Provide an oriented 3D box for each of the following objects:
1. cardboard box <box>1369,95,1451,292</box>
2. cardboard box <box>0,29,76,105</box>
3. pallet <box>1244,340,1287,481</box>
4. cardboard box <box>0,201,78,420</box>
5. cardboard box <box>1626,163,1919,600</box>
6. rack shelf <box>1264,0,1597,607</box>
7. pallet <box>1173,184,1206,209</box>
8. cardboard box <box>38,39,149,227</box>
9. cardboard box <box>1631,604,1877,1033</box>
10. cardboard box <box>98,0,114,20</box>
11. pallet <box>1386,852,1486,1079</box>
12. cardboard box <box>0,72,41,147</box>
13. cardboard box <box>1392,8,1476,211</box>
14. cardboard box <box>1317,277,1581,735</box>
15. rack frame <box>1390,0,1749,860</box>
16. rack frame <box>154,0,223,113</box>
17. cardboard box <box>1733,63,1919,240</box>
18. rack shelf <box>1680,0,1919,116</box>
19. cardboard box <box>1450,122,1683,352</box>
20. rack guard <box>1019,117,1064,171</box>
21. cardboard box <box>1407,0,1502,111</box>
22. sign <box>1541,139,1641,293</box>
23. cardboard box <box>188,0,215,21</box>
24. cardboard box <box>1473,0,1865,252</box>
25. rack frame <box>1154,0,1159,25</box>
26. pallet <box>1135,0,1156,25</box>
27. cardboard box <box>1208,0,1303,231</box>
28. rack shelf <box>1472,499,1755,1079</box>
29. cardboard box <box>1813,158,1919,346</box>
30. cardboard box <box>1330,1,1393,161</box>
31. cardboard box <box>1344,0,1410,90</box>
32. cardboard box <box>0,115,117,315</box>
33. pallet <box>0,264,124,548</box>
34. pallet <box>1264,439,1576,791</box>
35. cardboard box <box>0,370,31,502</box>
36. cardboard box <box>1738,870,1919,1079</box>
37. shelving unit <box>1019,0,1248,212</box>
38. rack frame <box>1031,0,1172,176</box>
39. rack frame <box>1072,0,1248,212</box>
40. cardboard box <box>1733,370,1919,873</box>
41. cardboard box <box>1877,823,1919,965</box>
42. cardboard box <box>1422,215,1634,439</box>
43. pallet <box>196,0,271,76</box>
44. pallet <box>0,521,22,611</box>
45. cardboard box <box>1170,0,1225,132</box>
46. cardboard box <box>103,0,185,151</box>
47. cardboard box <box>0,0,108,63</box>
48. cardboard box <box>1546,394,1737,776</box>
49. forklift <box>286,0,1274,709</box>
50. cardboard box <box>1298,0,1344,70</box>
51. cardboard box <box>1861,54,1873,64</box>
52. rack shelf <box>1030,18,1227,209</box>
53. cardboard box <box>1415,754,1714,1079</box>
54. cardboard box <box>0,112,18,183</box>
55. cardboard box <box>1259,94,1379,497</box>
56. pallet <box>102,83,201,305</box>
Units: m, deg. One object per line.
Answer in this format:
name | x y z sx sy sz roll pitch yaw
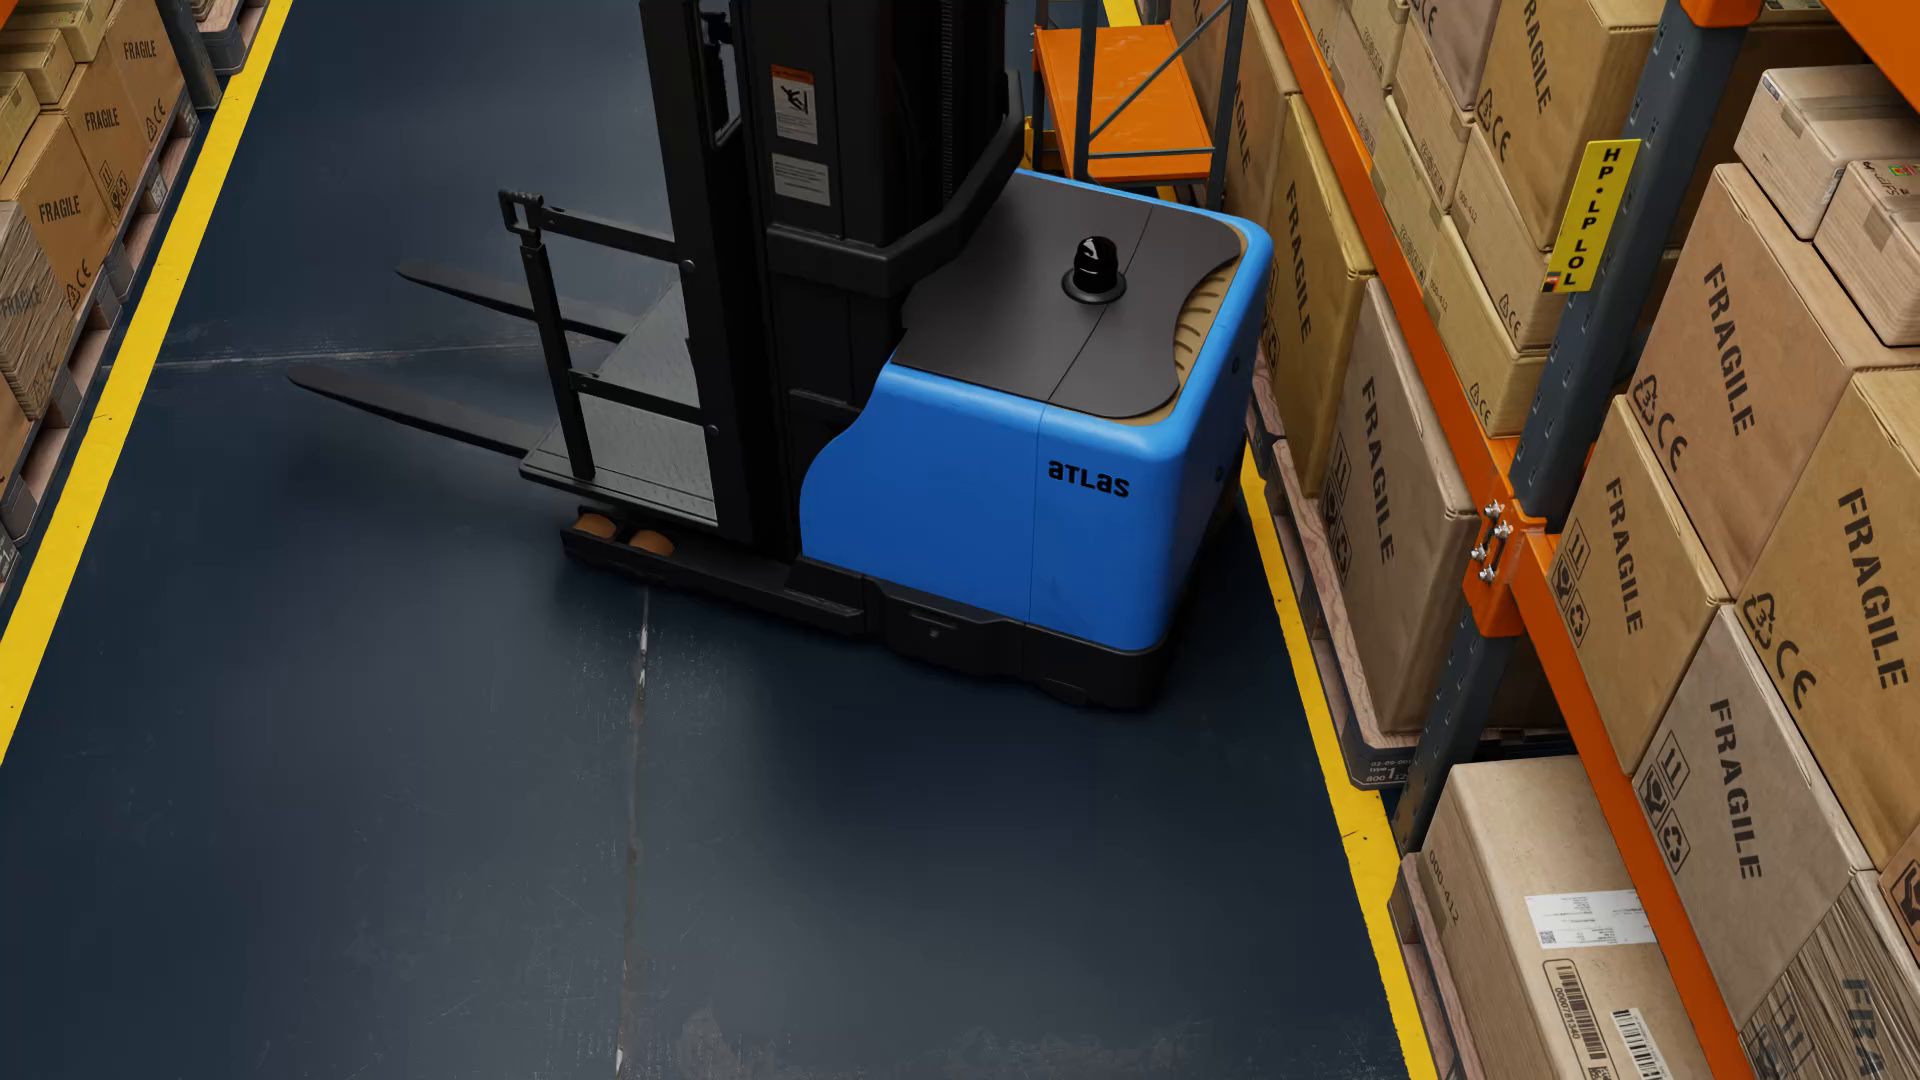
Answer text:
cardboard box | 1.343 -0.872 4.113 0.500 0.250 0.500 -4 47 -4
cardboard box | -3.282 -1.613 5.697 0.380 0.149 0.250 -5 47 -5
pallet | 1.428 -0.726 5.792 1.003 0.211 1.213 -3 47 -3
cardboard box | -3.218 -0.712 5.291 0.500 0.500 0.500 -5 47 -5
cardboard box | 1.472 -0.265 2.677 0.500 0.500 0.500 -3 47 -3
rack shelf | 1.506 -1.446 5.049 1.077 0.370 4.000 -3 47 -3
pallet | 1.329 -1.606 6.626 1.003 0.211 1.213 -3 47 -3
cardboard box | -3.327 -1.465 6.004 0.500 0.500 0.500 -4 47 -4
cardboard box | 1.490 0.439 2.699 0.500 0.500 0.500 -3 47 -3
cardboard box | -3.314 -2.002 6.065 0.380 0.149 0.250 -6 47 -5
pallet | 1.659 1.268 3.904 1.003 0.211 1.213 -3 47 -3
cardboard box | -3.305 -1.419 5.514 0.380 0.149 0.250 -2 47 -2
cardboard box | 1.345 -1.032 3.920 0.500 0.250 0.500 -2 47 -2
cardboard box | 1.542 -0.104 4.456 0.875 0.875 0.875 -2 47 -2
rack frame | 1.673 -0.246 3.417 1.000 3.000 0.127 -3 47 -3
rack frame | -3.608 -2.836 5.870 1.000 3.000 0.127 -3 47 -3
cardboard box | 1.441 -0.603 2.551 0.380 0.149 0.250 -4 47 -4
rack shelf | 1.841 0.417 1.219 1.077 0.370 4.000 -3 47 -3
cardboard box | 1.394 -0.671 3.578 0.500 0.250 0.500 -4 47 -3
rack guard | 0.530 -1.545 6.541 0.587 0.250 0.087 -4 47 -4
cardboard box | 1.335 -1.306 3.664 0.500 0.500 0.500 -3 47 -3
sign | 1.133 -0.577 2.988 0.100 0.325 0.005 -3 47 -3
cardboard box | -3.646 -2.616 7.008 0.875 0.625 0.625 -2 47 -2
cardboard box | 1.386 -0.932 3.309 0.500 0.500 0.500 -2 47 -2
rack frame | 1.338 -3.140 6.158 1.000 3.000 0.127 -3 47 -3
pallet | 1.274 -2.747 7.706 1.003 0.211 1.213 -3 47 -3
cardboard box | 1.384 -1.403 5.687 0.875 0.875 0.875 -3 47 -3
rack shelf | 1.841 1.448 2.308 1.077 0.370 4.000 -3 47 -3
cardboard box | 1.479 -0.419 2.376 0.380 0.149 0.250 -3 47 -3
cardboard box | 1.320 -1.238 4.460 0.500 0.250 0.500 -5 47 -4
cardboard box | 1.295 -1.406 4.275 0.500 0.250 0.500 -2 47 -2
cardboard box | -3.280 -1.086 5.645 0.500 0.500 0.500 -2 47 -2
pallet | -3.484 -0.454 5.534 1.003 0.211 1.213 -3 47 -3
pallet | 1.534 0.159 4.954 1.003 0.211 1.213 -3 47 -3
cardboard box | -3.181 -0.336 4.935 0.500 0.500 0.500 -5 47 -4
cardboard box | 1.525 0.800 2.358 0.500 0.500 0.500 -3 47 -3
shelving unit | 0.575 -1.615 5.746 0.587 1.500 1.083 -4 47 -4
rack frame | 0.528 -1.989 6.101 0.500 1.500 0.032 -4 47 -4
rack frame | 0.620 -1.254 5.404 0.500 1.500 0.032 -4 47 -4
cardboard box | 1.508 0.101 2.331 0.500 0.500 0.500 -4 47 -4
cardboard box | 1.539 0.472 1.979 0.500 0.500 0.500 -3 47 -3
cardboard box | 1.384 -0.504 3.764 0.500 0.250 0.500 -4 47 -4
pallet | -3.638 -2.475 7.448 1.003 0.211 1.213 -3 47 -3
pallet | -3.378 0.431 4.696 1.003 0.211 1.213 -3 47 -3
cardboard box | 1.313 -2.049 6.299 0.875 0.875 0.875 -4 47 -4
cardboard box | -3.358 -1.828 6.347 0.500 0.500 0.500 -2 47 -2
cardboard box | -3.260 -1.806 5.880 0.380 0.149 0.250 -6 47 -5
cardboard box | 1.452 0.075 3.044 0.500 0.500 0.500 -2 47 -2
forklift | -0.685 -1.216 4.383 3.031 2.935 1.130 16 49 15
cardboard box | 1.272 -1.612 4.814 0.500 0.250 0.500 -3 47 -3
cardboard box | 1.923 -0.960 3.336 0.500 0.500 0.500 -3 47 -3
rack shelf | 0.574 -1.498 5.883 0.538 0.185 1.000 -4 47 -4
cardboard box | 1.619 0.951 3.758 0.875 0.438 0.875 -4 47 -4
cardboard box | -3.284 -1.239 5.343 0.380 0.149 0.250 -4 47 -4
cardboard box | 1.458 -0.757 5.075 0.875 0.875 0.875 -2 47 -2
pallet | -3.583 -1.334 6.368 1.003 0.211 1.213 -3 47 -3
